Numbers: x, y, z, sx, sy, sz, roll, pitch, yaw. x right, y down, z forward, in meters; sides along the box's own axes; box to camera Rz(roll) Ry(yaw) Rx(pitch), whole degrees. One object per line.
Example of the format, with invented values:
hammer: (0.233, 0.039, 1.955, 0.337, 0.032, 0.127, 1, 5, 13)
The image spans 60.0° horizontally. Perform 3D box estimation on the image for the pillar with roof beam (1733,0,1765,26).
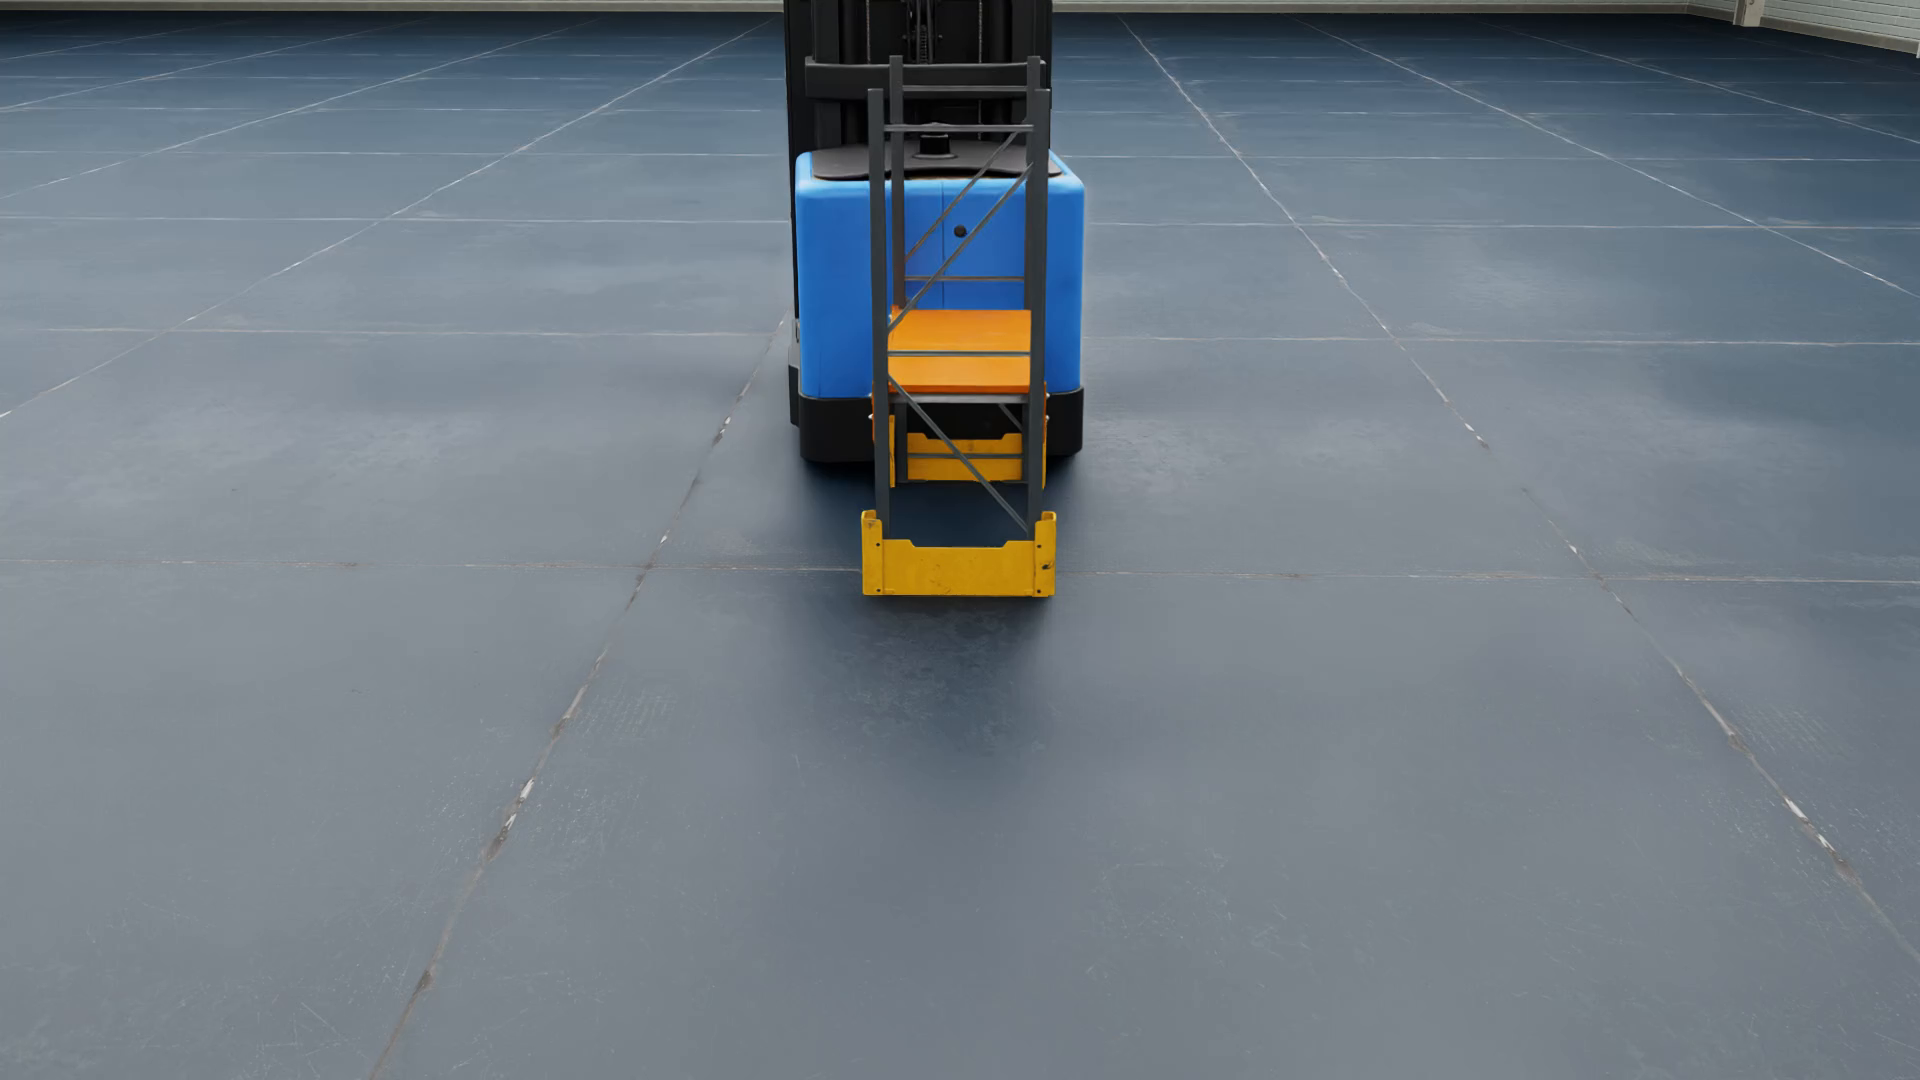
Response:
pillar with roof beam: (8.613, -12.688, 25.788, 9.100, 9.000, 0.400, 1, 21, 2)

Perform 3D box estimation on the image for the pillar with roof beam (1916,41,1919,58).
pillar with roof beam: (8.430, -10.518, 20.197, 9.100, 9.000, 0.400, 1, 21, 2)

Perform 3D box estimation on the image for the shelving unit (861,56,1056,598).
shelving unit: (0.006, -0.721, 5.313, 0.587, 1.500, 1.083, 0, 21, 1)

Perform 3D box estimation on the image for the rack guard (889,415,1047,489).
rack guard: (0.016, -0.318, 6.003, 0.587, 0.250, 0.087, 0, 21, 1)

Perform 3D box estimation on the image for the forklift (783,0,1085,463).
forklift: (-0.192, -2.140, 6.992, 1.130, 2.935, 3.031, -2, 21, -5)

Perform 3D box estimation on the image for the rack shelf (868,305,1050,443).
rack shelf: (0.006, -0.556, 5.386, 0.538, 0.185, 1.000, 0, 21, 1)

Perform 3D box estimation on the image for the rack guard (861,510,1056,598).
rack guard: (-0.003, 0.042, 5.074, 0.587, 0.250, 0.087, 0, 21, 1)

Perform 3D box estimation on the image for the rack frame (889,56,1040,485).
rack frame: (0.016, -0.908, 5.795, 0.500, 1.500, 0.032, 0, 21, 1)

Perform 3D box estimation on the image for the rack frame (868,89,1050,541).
rack frame: (-0.003, -0.540, 4.847, 0.500, 1.500, 0.032, 0, 21, 1)
